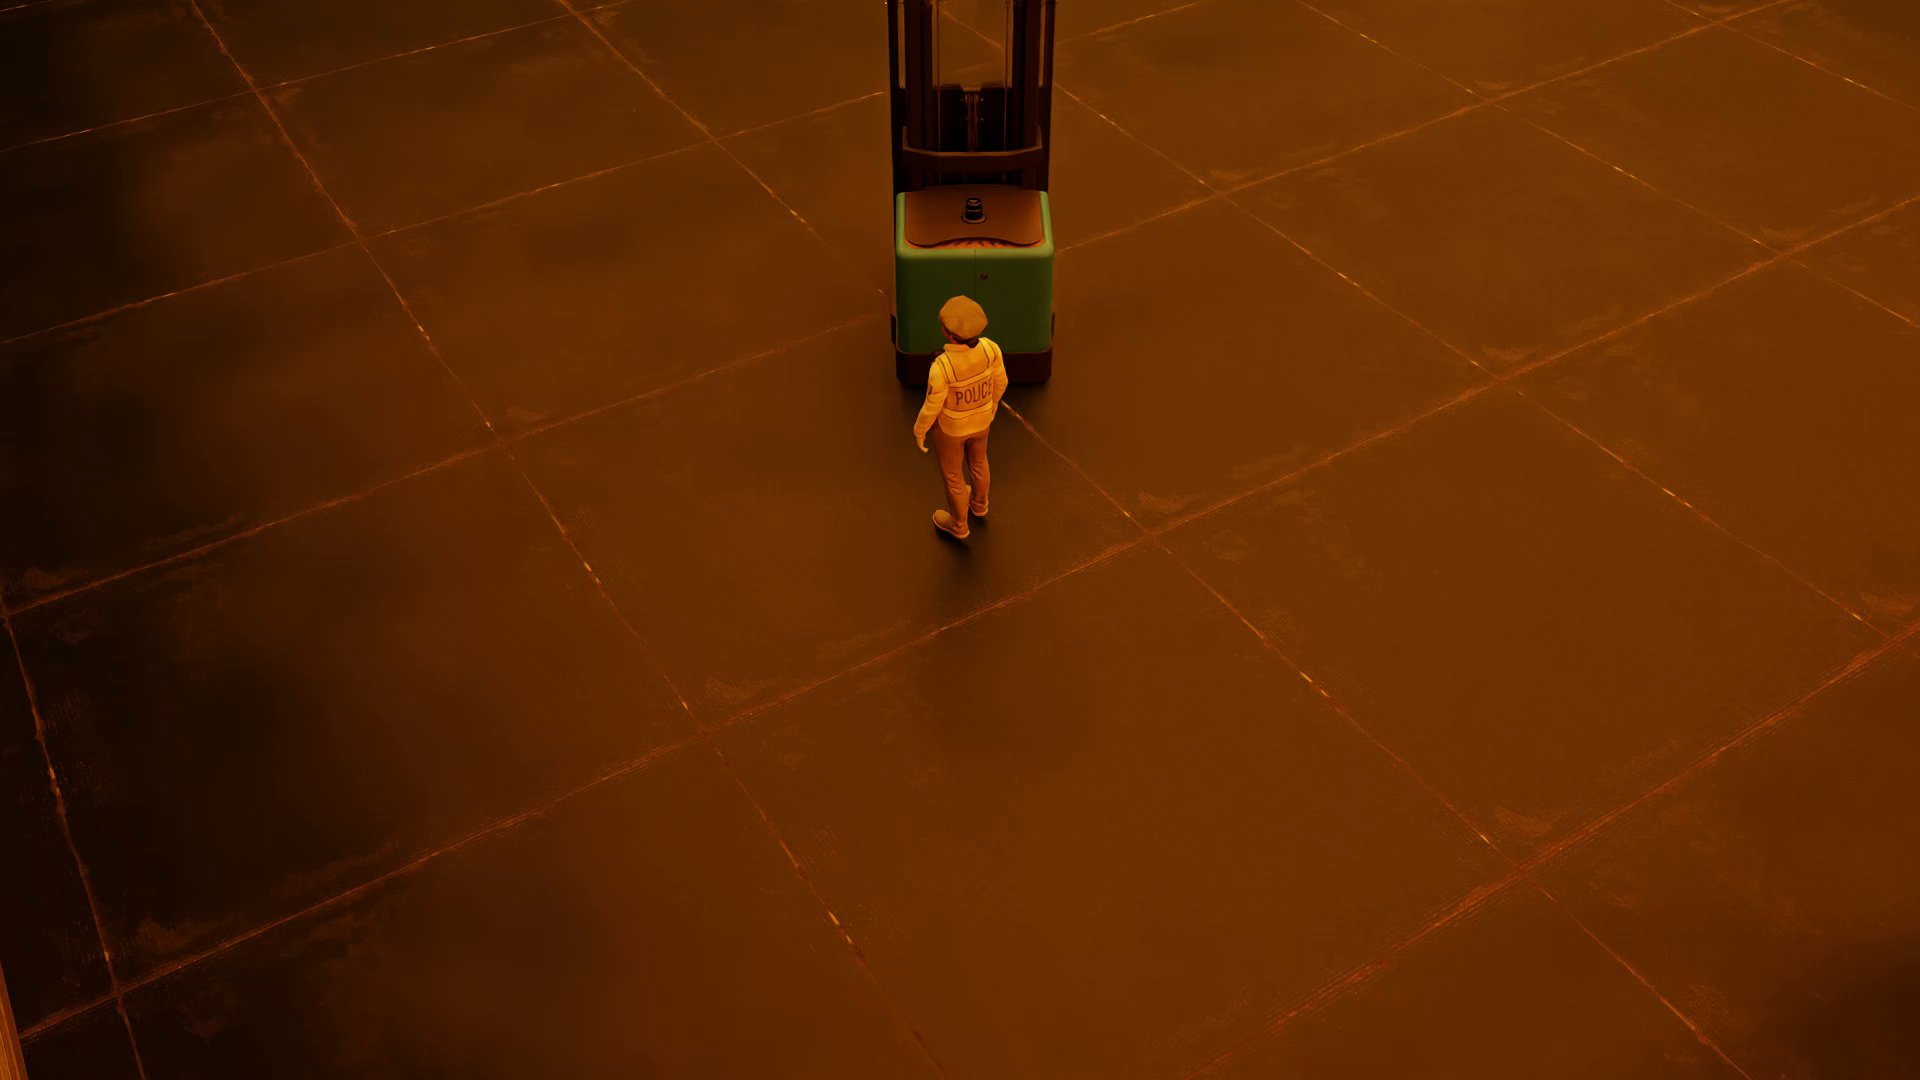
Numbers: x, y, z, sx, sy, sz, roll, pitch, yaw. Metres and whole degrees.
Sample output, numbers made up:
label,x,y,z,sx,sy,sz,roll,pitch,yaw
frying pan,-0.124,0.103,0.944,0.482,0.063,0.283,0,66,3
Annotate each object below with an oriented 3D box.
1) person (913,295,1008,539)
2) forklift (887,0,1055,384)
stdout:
label,x,y,z,sx,sy,sz,roll,pitch,yaw
person,-0.031,-0.714,9.556,0.586,1.694,0.531,-23,46,-24
forklift,0.068,-3.103,11.421,1.130,2.935,3.031,-1,41,-1
